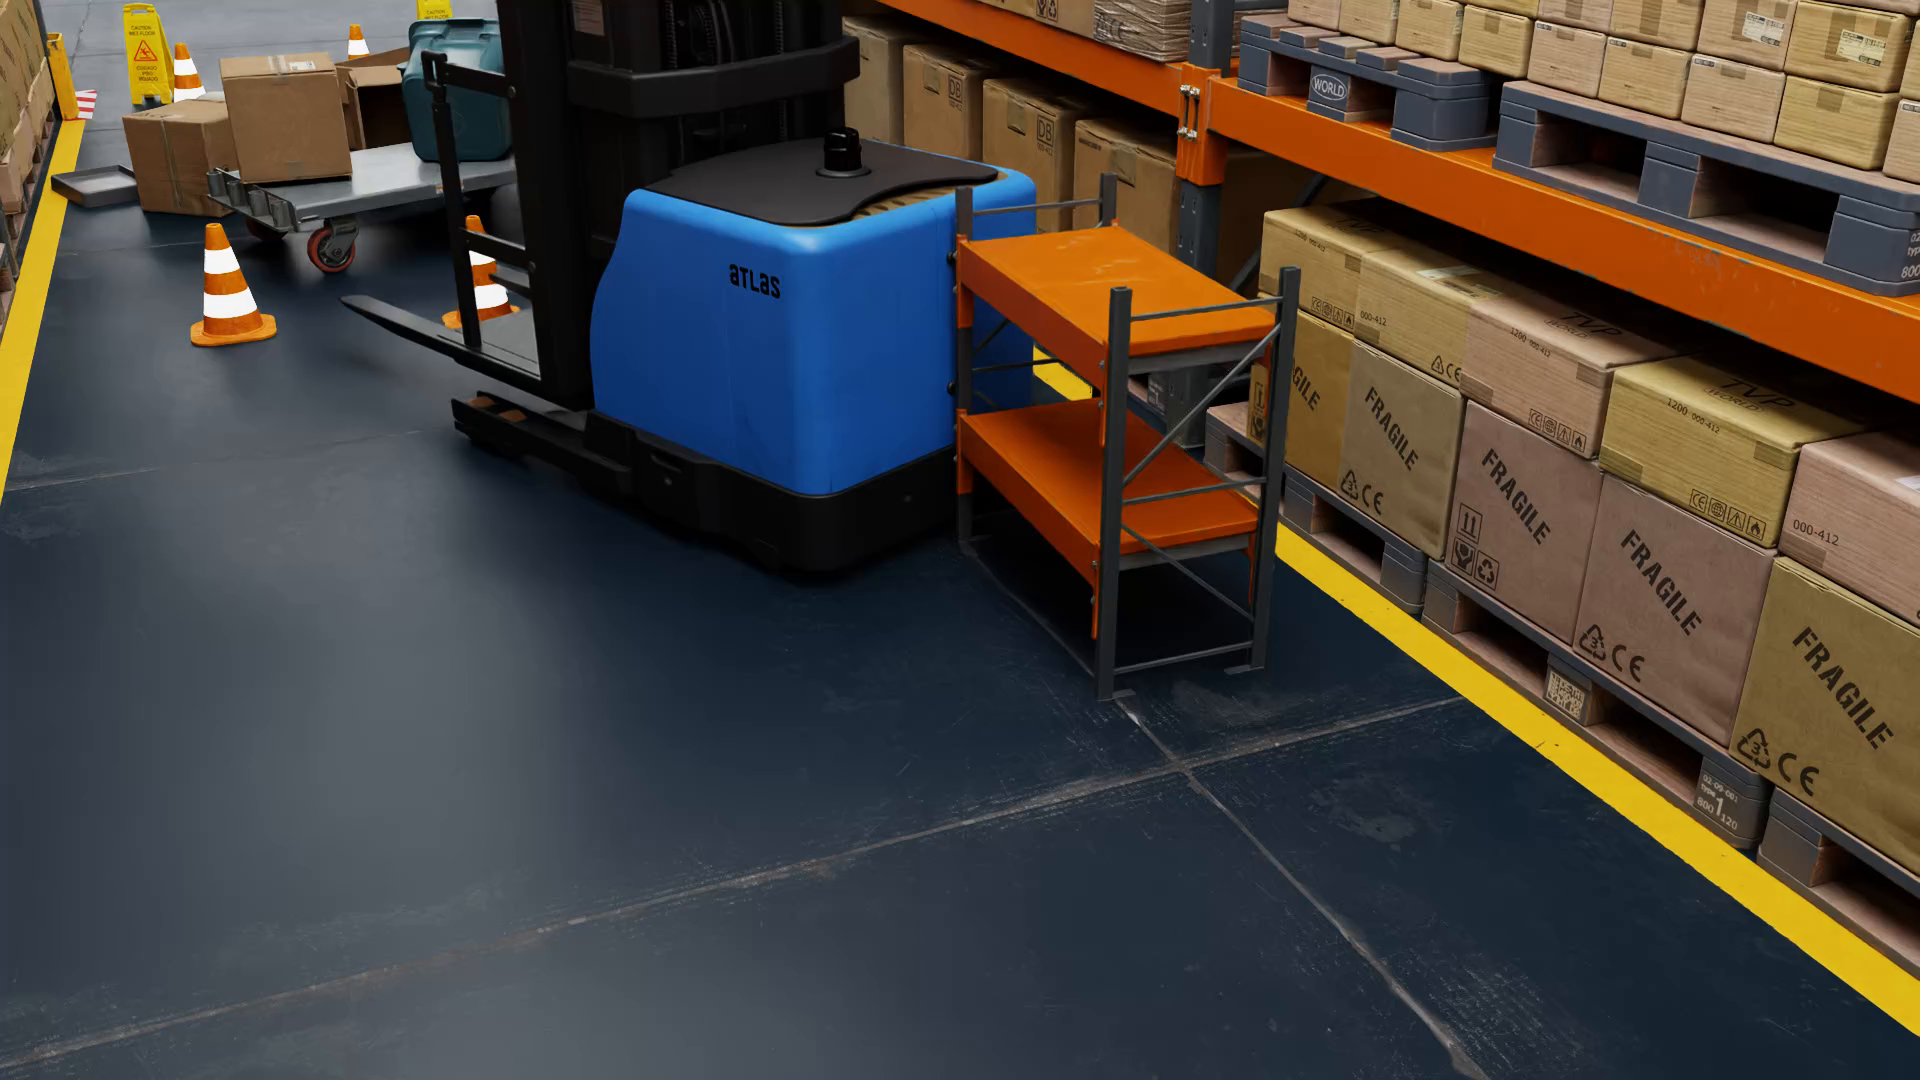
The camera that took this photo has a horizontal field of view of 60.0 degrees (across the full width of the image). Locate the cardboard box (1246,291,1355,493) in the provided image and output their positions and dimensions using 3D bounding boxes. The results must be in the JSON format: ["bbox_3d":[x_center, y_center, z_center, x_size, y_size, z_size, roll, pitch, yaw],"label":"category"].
[{"bbox_3d":[1.266,-0.506,5.238,0.500,0.500,0.500,-12,28,-23],"label":"cardboard box"}]

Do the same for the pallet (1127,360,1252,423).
[{"bbox_3d":[0.985,-0.848,6.746,1.003,0.211,1.213,-11,28,-21],"label":"pallet"}]

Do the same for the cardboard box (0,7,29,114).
[{"bbox_3d":[-5.262,-2.492,8.735,0.500,0.500,0.500,-9,27,-18],"label":"cardboard box"}]

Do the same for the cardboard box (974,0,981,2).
[{"bbox_3d":[0.206,-2.560,6.961,0.500,0.500,0.500,-10,28,-20],"label":"cardboard box"}]

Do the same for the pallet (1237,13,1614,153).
[{"bbox_3d":[1.601,-1.414,4.946,1.213,0.211,1.003,-11,28,-21],"label":"pallet"}]

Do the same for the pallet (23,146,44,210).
[{"bbox_3d":[-5.635,-1.999,9.103,1.003,0.211,1.213,-11,28,-21],"label":"pallet"}]

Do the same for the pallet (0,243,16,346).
[{"bbox_3d":[-4.551,-0.926,6.907,1.003,0.211,1.213,-11,28,-21],"label":"pallet"}]

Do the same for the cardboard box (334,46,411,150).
[{"bbox_3d":[-3.407,-2.712,10.232,0.637,0.503,0.797,13,29,24],"label":"cardboard box"}]

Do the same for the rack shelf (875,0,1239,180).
[{"bbox_3d":[0.441,-2.254,7.268,1.077,0.370,4.000,-11,28,-21],"label":"rack shelf"}]

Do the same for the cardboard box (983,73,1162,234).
[{"bbox_3d":[0.723,-1.561,7.114,1.050,0.750,0.750,-10,28,-20],"label":"cardboard box"}]

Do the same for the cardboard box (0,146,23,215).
[{"bbox_3d":[-4.840,-1.731,8.032,0.500,0.250,0.500,-12,28,-23],"label":"cardboard box"}]

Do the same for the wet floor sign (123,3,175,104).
[{"bbox_3d":[-5.514,-3.311,11.296,0.267,0.644,0.232,-1,26,-3],"label":"wet floor sign"}]

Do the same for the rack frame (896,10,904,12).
[{"bbox_3d":[-0.342,-3.385,8.764,1.000,3.000,0.127,-11,28,-21],"label":"rack frame"}]

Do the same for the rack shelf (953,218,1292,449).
[{"bbox_3d":[0.408,-0.592,4.513,0.538,0.278,1.000,-10,28,-19],"label":"rack shelf"}]

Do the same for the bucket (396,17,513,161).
[{"bbox_3d":[-2.517,-2.256,8.449,0.726,0.611,0.620,-1,36,-3],"label":"bucket"}]

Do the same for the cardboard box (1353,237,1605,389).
[{"bbox_3d":[1.470,-0.648,4.673,0.500,0.250,0.500,-11,28,-21],"label":"cardboard box"}]

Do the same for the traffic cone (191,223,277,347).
[{"bbox_3d":[-3.084,-1.093,6.962,0.336,0.463,0.334,-11,28,-21],"label":"traffic cone"}]

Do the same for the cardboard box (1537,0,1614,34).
[{"bbox_3d":[1.640,-1.331,4.026,0.380,0.149,0.250,-11,28,-21],"label":"cardboard box"}]

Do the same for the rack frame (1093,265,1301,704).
[{"bbox_3d":[0.591,-0.121,4.215,0.500,1.125,0.032,-10,28,-19],"label":"rack frame"}]

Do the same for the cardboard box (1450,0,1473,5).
[{"bbox_3d":[1.444,-1.533,4.441,0.380,0.149,0.250,-11,28,-22],"label":"cardboard box"}]

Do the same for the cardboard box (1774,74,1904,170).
[{"bbox_3d":[1.940,-0.883,3.447,0.380,0.149,0.250,-9,28,-18],"label":"cardboard box"}]

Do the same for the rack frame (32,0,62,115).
[{"bbox_3d":[-6.424,-4.108,10.245,1.000,3.000,0.127,-11,28,-21],"label":"rack frame"}]

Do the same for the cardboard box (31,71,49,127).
[{"bbox_3d":[-5.664,-2.571,9.752,0.500,0.250,0.500,-10,28,-20],"label":"cardboard box"}]

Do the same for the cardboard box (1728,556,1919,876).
[{"bbox_3d":[2.068,0.317,3.553,0.500,0.500,0.500,-11,28,-22],"label":"cardboard box"}]

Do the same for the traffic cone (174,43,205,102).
[{"bbox_3d":[-5.069,-3.016,10.900,0.336,0.463,0.334,-11,28,-21],"label":"traffic cone"}]

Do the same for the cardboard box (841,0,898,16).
[{"bbox_3d":[-0.524,-2.885,9.682,0.875,0.875,0.875,-10,28,-20],"label":"cardboard box"}]

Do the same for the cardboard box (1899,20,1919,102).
[{"bbox_3d":[2.042,-0.913,3.170,0.380,0.149,0.250,-12,29,-23],"label":"cardboard box"}]

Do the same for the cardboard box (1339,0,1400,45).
[{"bbox_3d":[1.318,-1.522,4.756,0.380,0.149,0.250,-9,27,-18],"label":"cardboard box"}]

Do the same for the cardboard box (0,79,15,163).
[{"bbox_3d":[-4.840,-2.068,7.867,0.500,0.500,0.500,-9,27,-18],"label":"cardboard box"}]

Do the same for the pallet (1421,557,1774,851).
[{"bbox_3d":[2.003,0.291,4.414,1.003,0.211,1.213,-11,28,-21],"label":"pallet"}]

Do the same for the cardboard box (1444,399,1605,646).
[{"bbox_3d":[1.672,-0.097,4.401,0.500,0.500,0.500,-11,28,-22],"label":"cardboard box"}]

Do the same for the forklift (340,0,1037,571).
[{"bbox_3d":[-1.176,-1.758,5.510,3.031,2.935,1.130,22,33,37],"label":"forklift"}]

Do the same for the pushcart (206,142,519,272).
[{"bbox_3d":[-2.779,-1.727,8.357,1.648,0.377,0.936,-22,34,-38],"label":"pushcart"}]

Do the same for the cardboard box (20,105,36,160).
[{"bbox_3d":[-5.270,-2.158,8.907,0.500,0.250,0.500,-11,28,-21],"label":"cardboard box"}]

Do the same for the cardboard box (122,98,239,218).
[{"bbox_3d":[-4.025,-2.038,8.851,0.500,0.500,0.500,8,27,15],"label":"cardboard box"}]

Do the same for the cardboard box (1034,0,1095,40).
[{"bbox_3d":[0.607,-2.152,6.125,0.500,0.500,0.500,-11,28,-21],"label":"cardboard box"}]

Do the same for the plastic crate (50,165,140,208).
[{"bbox_3d":[-4.718,-1.956,9.165,0.402,0.080,0.583,-22,34,-38],"label":"plastic crate"}]

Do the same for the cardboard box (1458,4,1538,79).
[{"bbox_3d":[1.532,-1.305,4.311,0.380,0.149,0.250,-9,28,-18],"label":"cardboard box"}]

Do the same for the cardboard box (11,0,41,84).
[{"bbox_3d":[-5.663,-2.910,9.591,0.500,0.500,0.500,-10,28,-19],"label":"cardboard box"}]

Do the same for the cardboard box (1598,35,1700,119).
[{"bbox_3d":[1.735,-1.095,3.883,0.380,0.149,0.250,-10,28,-20],"label":"cardboard box"}]

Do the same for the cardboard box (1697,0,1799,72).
[{"bbox_3d":[1.843,-1.122,3.598,0.380,0.149,0.250,-10,28,-19],"label":"cardboard box"}]

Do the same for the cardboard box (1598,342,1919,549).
[{"bbox_3d":[1.857,-0.236,3.829,0.500,0.250,0.500,-12,28,-23],"label":"cardboard box"}]

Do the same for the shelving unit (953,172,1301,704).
[{"bbox_3d":[0.408,-0.329,4.641,0.538,1.125,1.048,-10,28,-19],"label":"shelving unit"}]

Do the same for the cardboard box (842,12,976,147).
[{"bbox_3d":[-0.017,-2.327,8.683,1.050,0.750,0.750,-11,28,-21],"label":"cardboard box"}]
